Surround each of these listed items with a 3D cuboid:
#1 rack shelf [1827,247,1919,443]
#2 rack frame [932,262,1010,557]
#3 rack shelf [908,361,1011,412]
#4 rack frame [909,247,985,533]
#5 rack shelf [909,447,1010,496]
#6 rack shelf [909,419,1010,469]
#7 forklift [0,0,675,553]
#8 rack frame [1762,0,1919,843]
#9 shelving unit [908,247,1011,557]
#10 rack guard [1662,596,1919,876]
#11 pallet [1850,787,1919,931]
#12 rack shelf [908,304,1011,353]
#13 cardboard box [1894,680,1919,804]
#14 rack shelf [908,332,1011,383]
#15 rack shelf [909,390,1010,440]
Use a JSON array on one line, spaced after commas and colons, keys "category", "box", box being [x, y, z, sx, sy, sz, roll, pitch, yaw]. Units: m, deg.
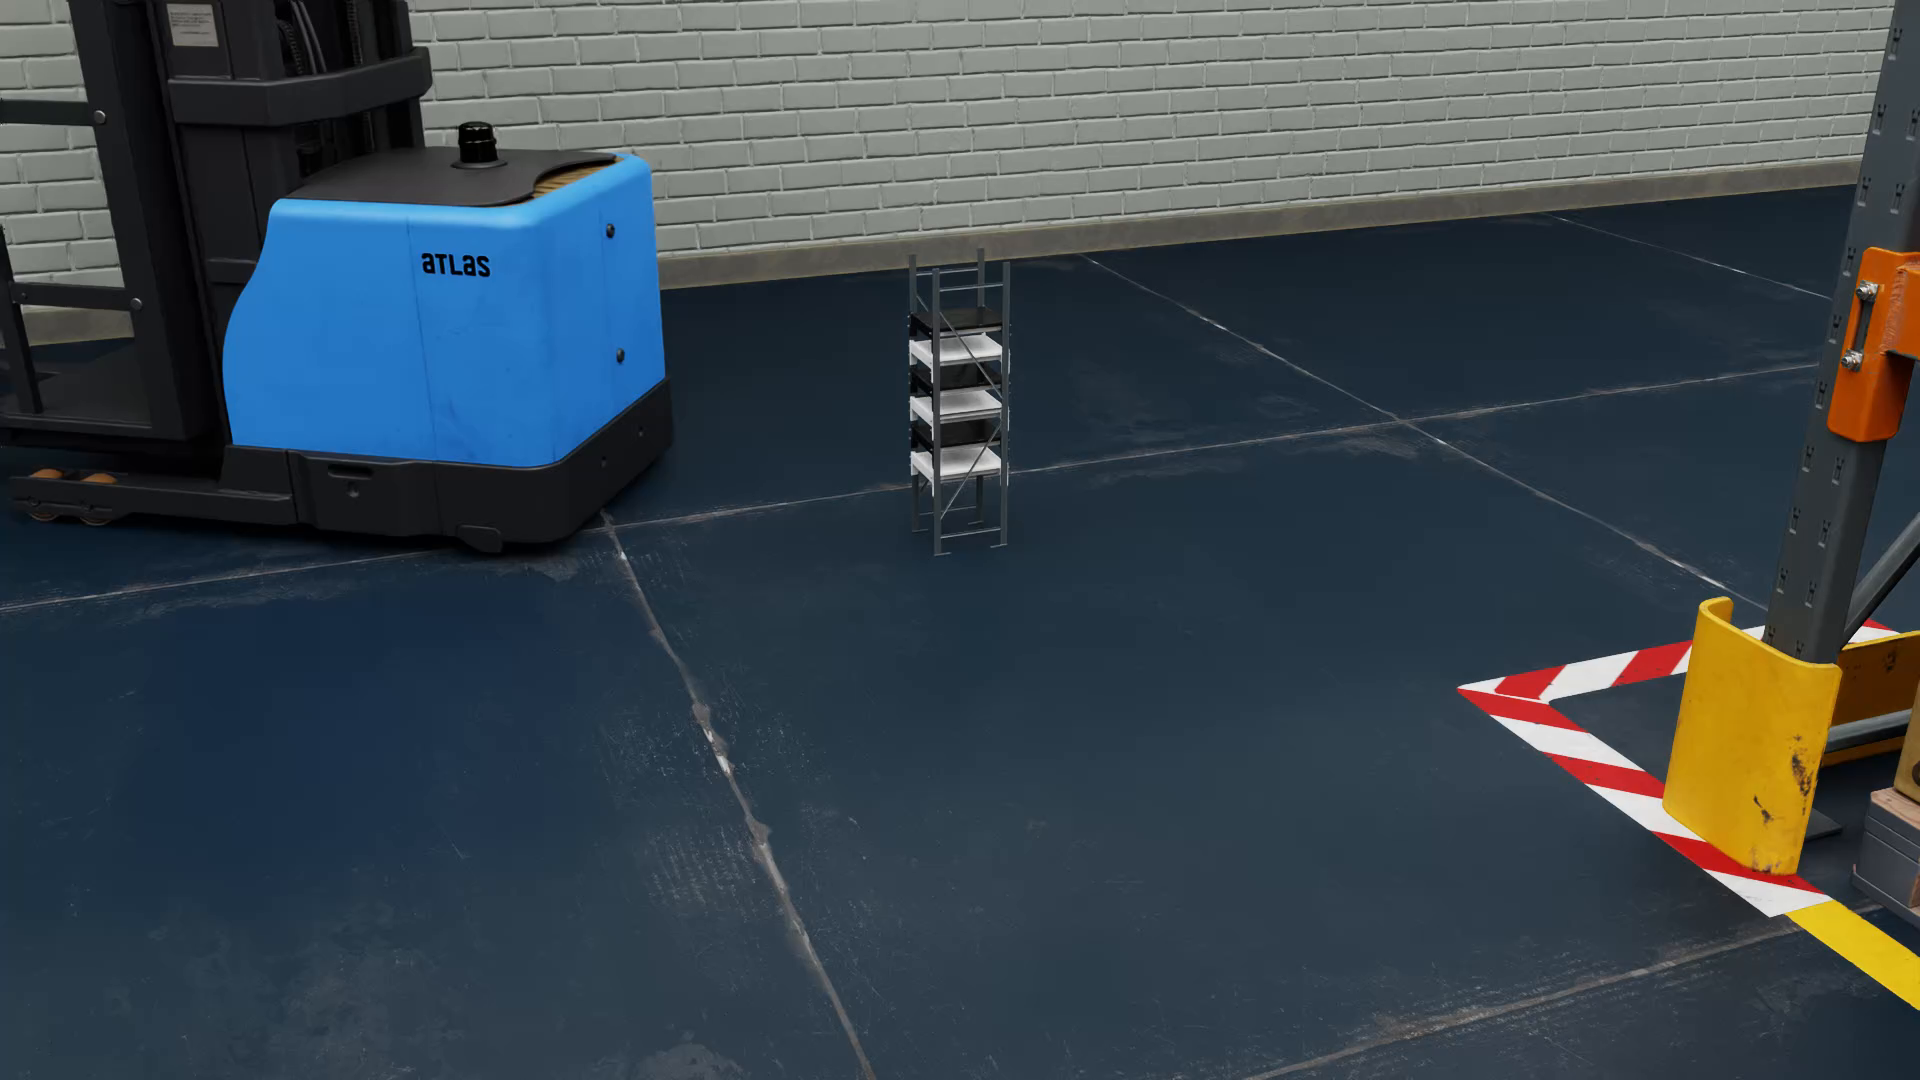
[{"category": "rack shelf", "box": [2.909, 0.267, 1.680, 1.077, 0.370, 4.000, -8, 24, -19]}, {"category": "rack frame", "box": [0.033, -0.381, 4.995, 0.240, 0.900, 0.006, -8, 24, -19]}, {"category": "rack shelf", "box": [-0.003, -0.470, 5.060, 0.258, 0.077, 0.200, -8, 24, -19]}, {"category": "rack frame", "box": [-0.039, -0.455, 5.170, 0.240, 0.900, 0.006, -8, 24, -19]}, {"category": "rack shelf", "box": [-0.003, -0.221, 5.165, 0.258, 0.077, 0.200, -8, 24, -19]}, {"category": "rack shelf", "box": [-0.003, -0.304, 5.130, 0.258, 0.077, 0.200, -8, 24, -19]}, {"category": "forklift", "box": [-2.583, -1.589, 5.247, 3.031, 2.935, 1.130, 5, 23, 11]}, {"category": "rack frame", "box": [2.202, -0.791, 3.265, 1.000, 3.000, 0.127, -8, 24, -19]}, {"category": "shelving unit", "box": [-0.003, -0.418, 5.082, 0.258, 0.900, 0.210, -8, 24, -19]}, {"category": "rack guard", "box": [2.194, 0.352, 3.771, 1.175, 0.500, 0.348, -8, 24, -19]}, {"category": "pallet", "box": [2.558, 0.774, 3.142, 1.003, 0.211, 1.213, -8, 24, -19]}, {"category": "rack shelf", "box": [-0.003, -0.636, 4.990, 0.258, 0.077, 0.200, -8, 24, -19]}, {"category": "cardboard box", "box": [2.503, 0.216, 3.070, 0.875, 0.875, 0.875, -8, 24, -19]}, {"category": "rack shelf", "box": [-0.003, -0.553, 5.025, 0.258, 0.077, 0.200, -8, 24, -19]}, {"category": "rack shelf", "box": [-0.003, -0.387, 5.095, 0.258, 0.077, 0.200, -8, 24, -19]}]
